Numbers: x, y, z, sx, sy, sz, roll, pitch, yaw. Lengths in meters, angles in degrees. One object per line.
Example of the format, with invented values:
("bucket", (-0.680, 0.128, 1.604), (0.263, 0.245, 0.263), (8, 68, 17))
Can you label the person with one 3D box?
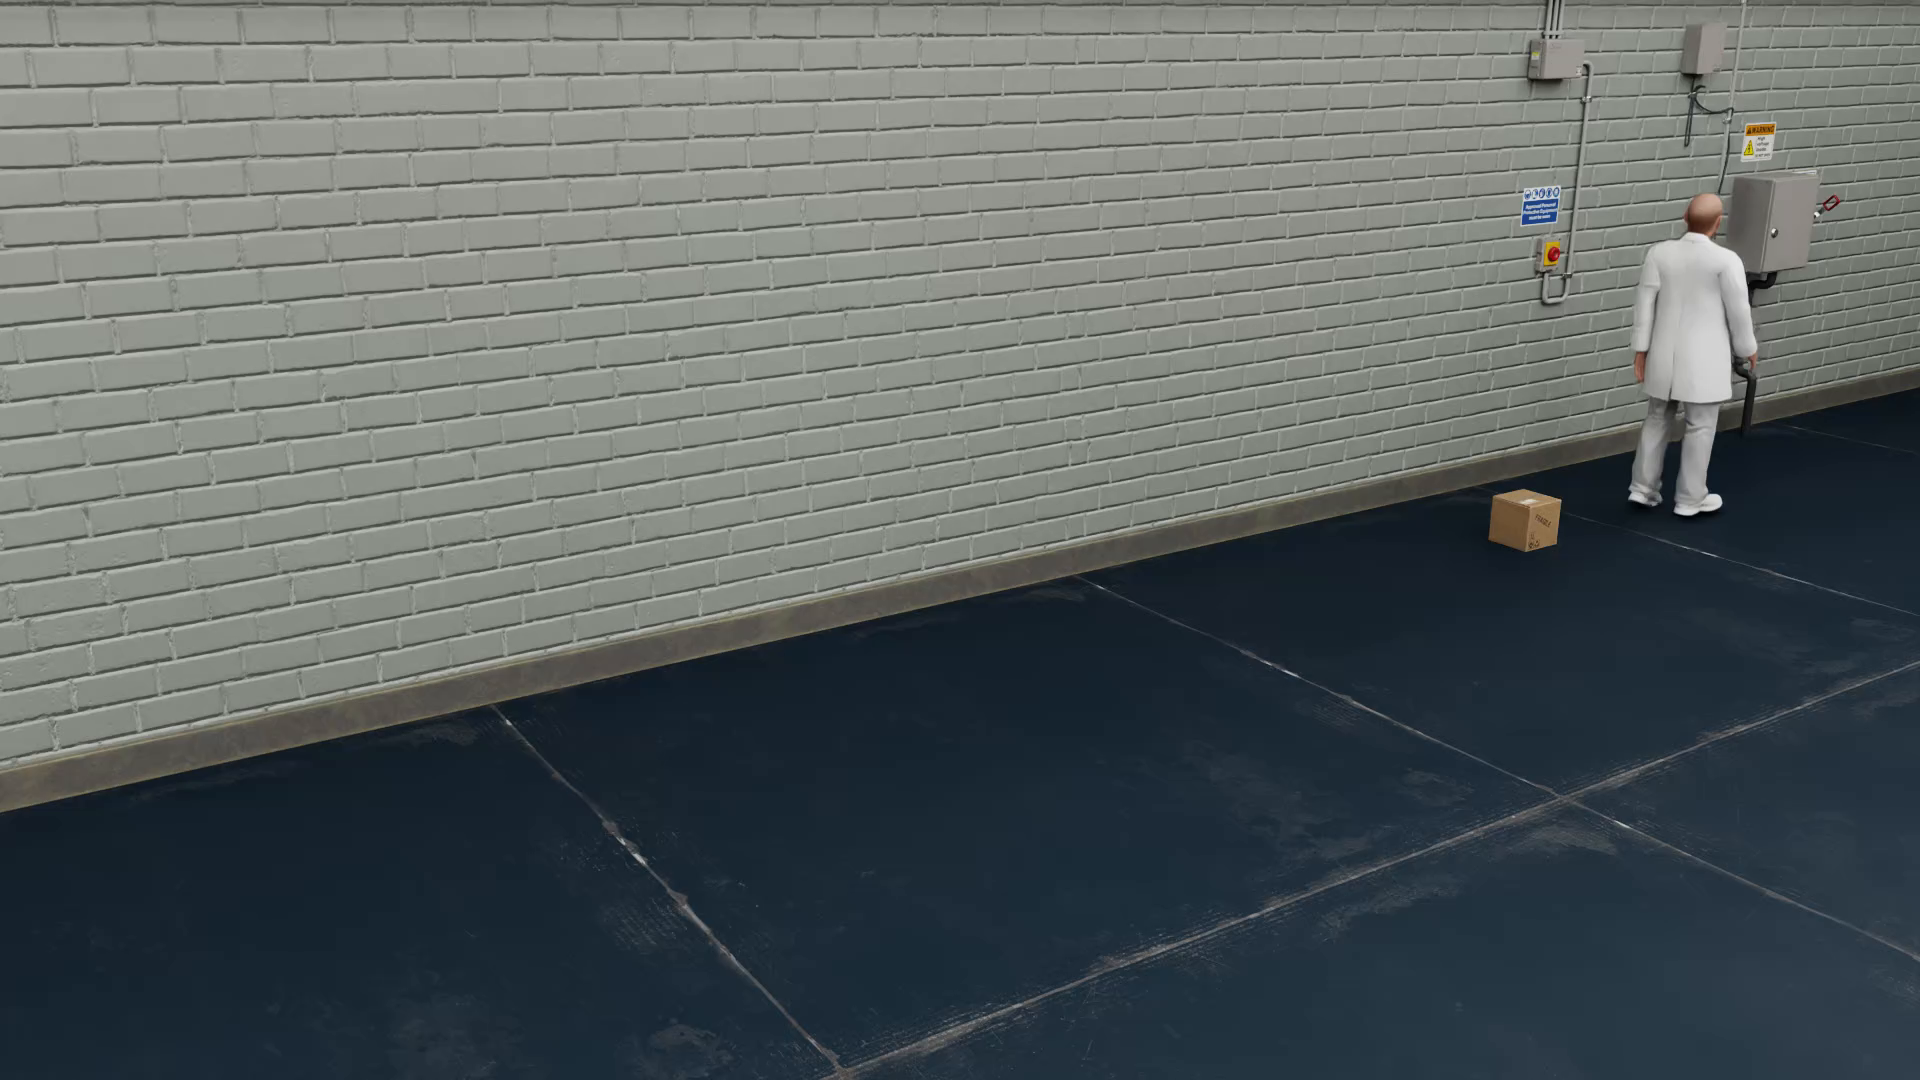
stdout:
("person", (4.065, -0.998, 9.195), (0.504, 1.829, 0.599), (-14, 22, -36))
